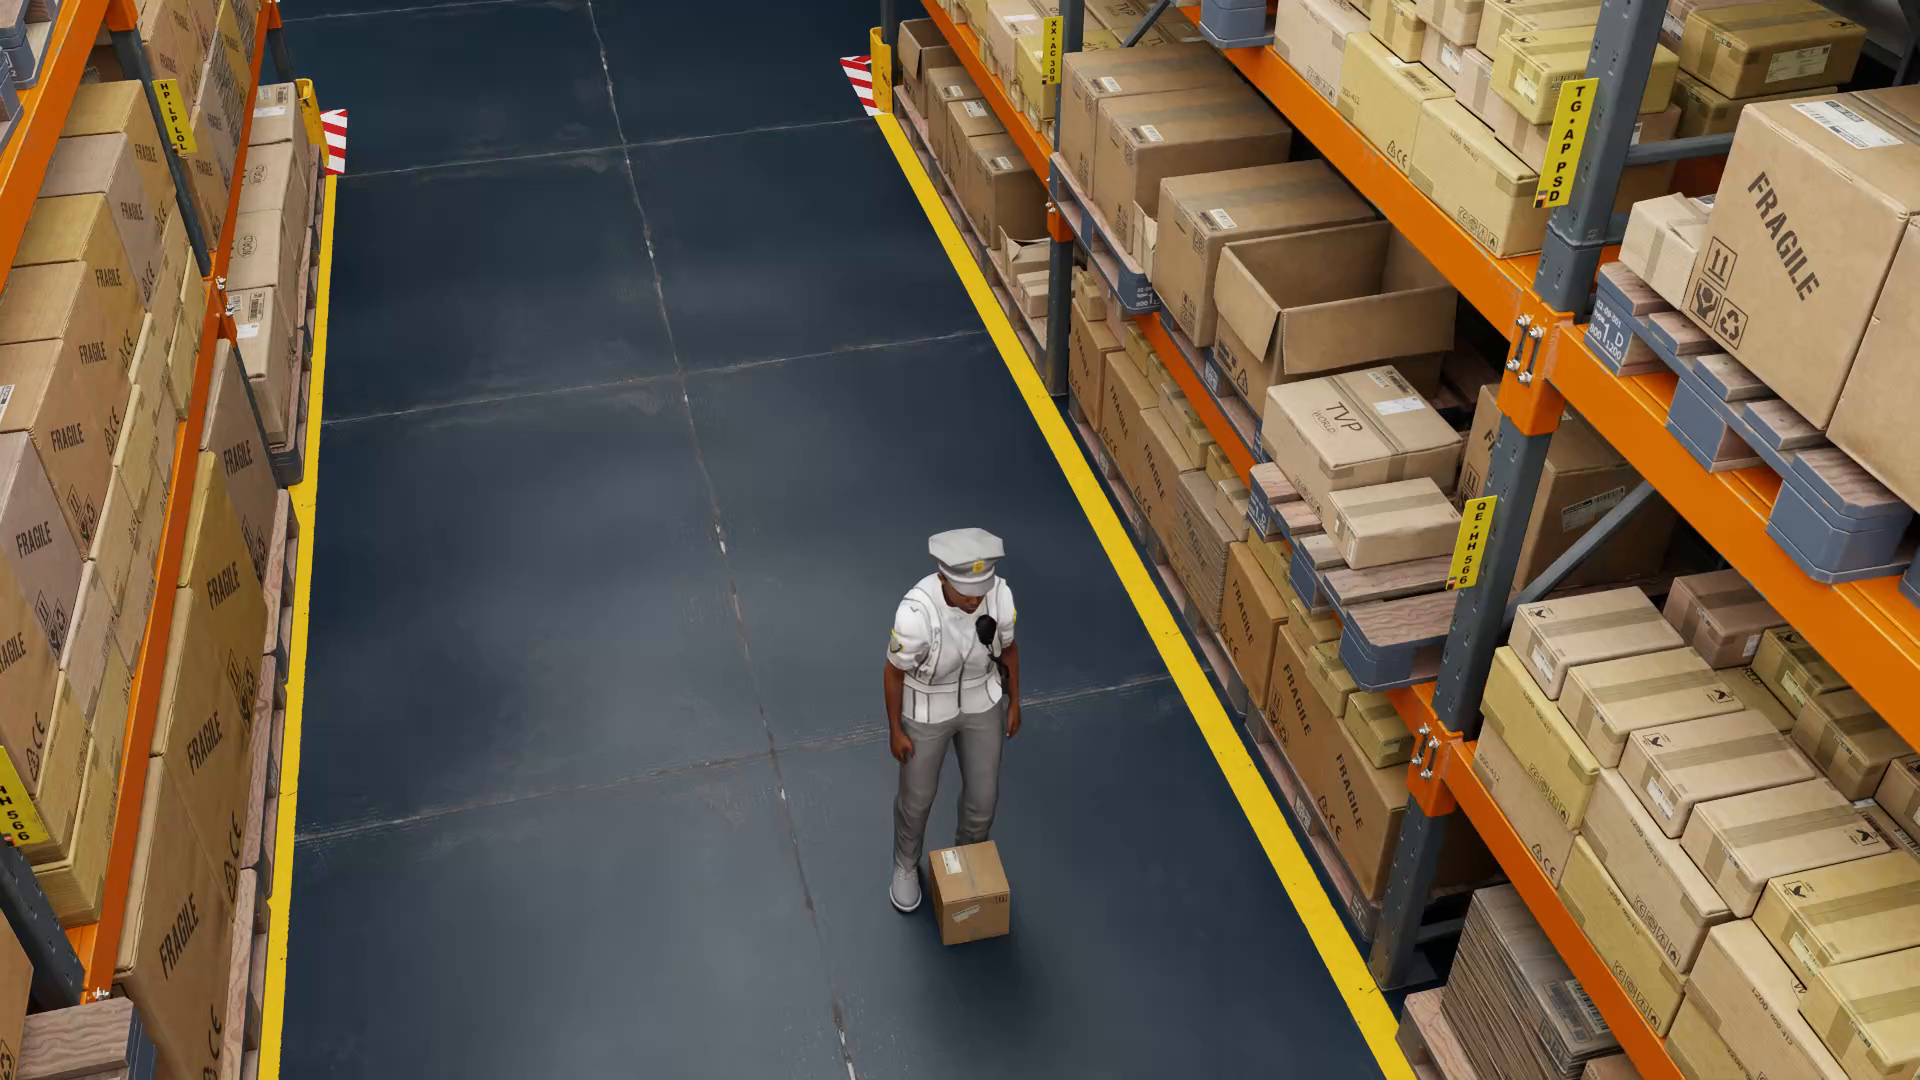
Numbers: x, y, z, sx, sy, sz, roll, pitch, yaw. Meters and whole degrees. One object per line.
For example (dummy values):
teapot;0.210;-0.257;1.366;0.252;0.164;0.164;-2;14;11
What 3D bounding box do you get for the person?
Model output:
person;-0.030;0.630;5.916;0.532;1.664;0.422;-12;40;-14
